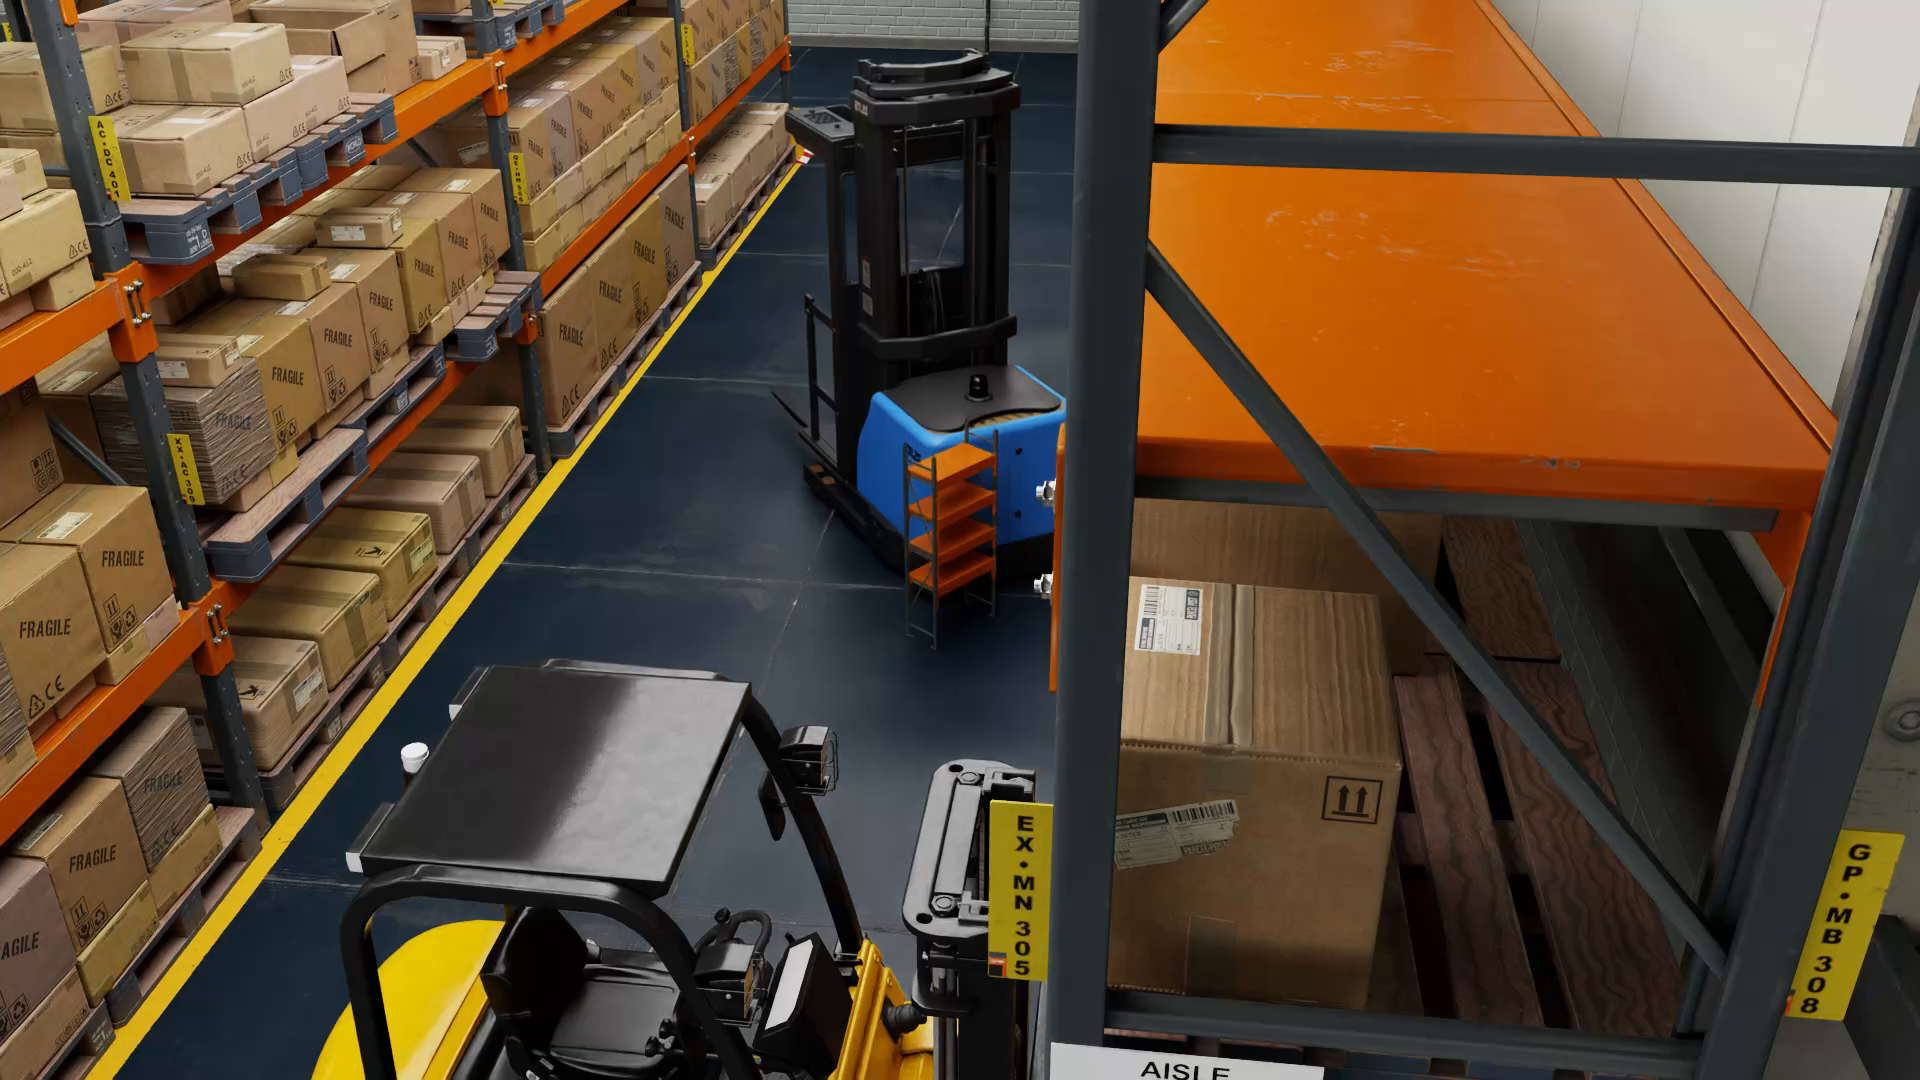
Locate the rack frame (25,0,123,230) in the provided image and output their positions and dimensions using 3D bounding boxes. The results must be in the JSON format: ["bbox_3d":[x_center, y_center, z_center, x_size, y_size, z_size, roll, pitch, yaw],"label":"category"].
[{"bbox_3d":[-3.808,-2.584,5.850,1.000,3.000,0.127,3,28,6],"label":"rack frame"}]

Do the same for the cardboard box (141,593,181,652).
[{"bbox_3d":[-3.545,0.337,7.019,0.380,0.149,0.250,3,28,6],"label":"cardboard box"}]

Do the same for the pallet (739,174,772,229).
[{"bbox_3d":[-2.510,-3.410,16.649,1.003,0.211,1.213,3,28,6],"label":"pallet"}]

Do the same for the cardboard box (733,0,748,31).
[{"bbox_3d":[-2.323,-5.118,15.719,0.500,0.500,0.500,3,28,6],"label":"cardboard box"}]

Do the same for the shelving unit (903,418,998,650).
[{"bbox_3d":[-0.050,-0.030,9.333,0.258,1.200,0.503,24,37,37],"label":"shelving unit"}]

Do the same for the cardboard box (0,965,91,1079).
[{"bbox_3d":[-3.736,1.867,6.370,0.500,0.250,0.500,4,29,7],"label":"cardboard box"}]

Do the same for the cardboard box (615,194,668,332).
[{"bbox_3d":[-2.927,-2.236,13.327,0.875,0.875,0.875,4,29,8],"label":"cardboard box"}]

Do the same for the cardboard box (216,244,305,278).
[{"bbox_3d":[-3.787,-1.256,8.849,0.500,0.500,0.500,2,28,4],"label":"cardboard box"}]

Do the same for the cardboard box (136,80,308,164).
[{"bbox_3d":[-3.277,-1.873,7.408,0.500,0.250,0.500,3,28,6],"label":"cardboard box"}]

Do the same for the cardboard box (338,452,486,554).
[{"bbox_3d":[-3.479,-0.240,10.153,0.950,0.372,0.625,3,28,5],"label":"cardboard box"}]

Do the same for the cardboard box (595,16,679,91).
[{"bbox_3d":[-2.633,-3.968,13.585,0.500,0.500,0.500,4,29,8],"label":"cardboard box"}]

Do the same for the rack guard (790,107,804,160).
[{"bbox_3d":[-2.335,-4.502,18.372,1.175,0.500,0.348,3,28,6],"label":"rack guard"}]

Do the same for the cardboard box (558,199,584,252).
[{"bbox_3d":[-2.963,-2.218,11.655,0.500,0.250,0.500,3,28,5],"label":"cardboard box"}]

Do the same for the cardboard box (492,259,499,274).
[{"bbox_3d":[-3.124,-1.732,10.416,0.380,0.149,0.250,4,29,8],"label":"cardboard box"}]

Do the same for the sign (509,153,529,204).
[{"bbox_3d":[-2.778,-2.273,10.462,0.100,0.325,0.005,3,28,6],"label":"sign"}]

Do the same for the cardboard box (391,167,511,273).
[{"bbox_3d":[-3.098,-1.955,10.147,0.500,0.500,0.500,3,28,5],"label":"cardboard box"}]

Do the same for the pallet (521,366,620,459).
[{"bbox_3d":[-3.146,-0.965,12.110,1.003,0.211,1.213,3,28,6],"label":"pallet"}]

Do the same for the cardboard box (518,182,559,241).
[{"bbox_3d":[-3.011,-2.204,11.101,0.500,0.250,0.500,3,28,6],"label":"cardboard box"}]

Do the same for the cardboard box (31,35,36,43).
[{"bbox_3d":[-7.974,-4.368,15.067,0.500,0.500,0.500,3,28,6],"label":"cardboard box"}]

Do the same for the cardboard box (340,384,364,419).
[{"bbox_3d":[-3.323,-0.749,8.591,0.380,0.149,0.250,4,29,7],"label":"cardboard box"}]

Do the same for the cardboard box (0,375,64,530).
[{"bbox_3d":[-4.077,-0.363,6.581,0.700,0.500,0.500,3,28,6],"label":"cardboard box"}]

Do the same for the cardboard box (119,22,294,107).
[{"bbox_3d":[-3.287,-2.089,7.283,0.500,0.250,0.500,3,28,5],"label":"cardboard box"}]

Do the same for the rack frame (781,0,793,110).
[{"bbox_3d":[-2.338,-5.591,17.758,1.000,3.000,0.127,3,28,6],"label":"rack frame"}]

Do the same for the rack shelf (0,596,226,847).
[{"bbox_3d":[-4.053,1.315,5.696,1.077,0.370,4.000,3,28,6],"label":"rack shelf"}]

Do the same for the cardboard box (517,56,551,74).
[{"bbox_3d":[-3.323,-3.281,12.311,0.500,0.500,0.500,3,28,5],"label":"cardboard box"}]

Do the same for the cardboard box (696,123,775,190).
[{"bbox_3d":[-2.423,-3.900,16.878,0.875,0.438,0.875,4,29,8],"label":"cardboard box"}]

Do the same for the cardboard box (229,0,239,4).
[{"bbox_3d":[-7.250,-5.484,16.085,0.500,0.500,0.500,2,28,4],"label":"cardboard box"}]

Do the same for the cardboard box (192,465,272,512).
[{"bbox_3d":[-3.427,-0.259,7.682,0.380,0.149,0.250,4,29,7],"label":"cardboard box"}]

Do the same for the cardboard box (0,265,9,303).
[{"bbox_3d":[-3.656,-0.867,5.670,0.500,0.250,0.500,3,28,5],"label":"cardboard box"}]

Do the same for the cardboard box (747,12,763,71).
[{"bbox_3d":[-2.264,-4.915,16.397,0.500,0.500,0.500,4,29,8],"label":"cardboard box"}]

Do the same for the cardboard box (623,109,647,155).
[{"bbox_3d":[-2.752,-3.161,12.878,0.500,0.250,0.500,4,29,7],"label":"cardboard box"}]

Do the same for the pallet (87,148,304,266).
[{"bbox_3d":[-3.627,-1.465,7.134,1.213,0.211,1.003,3,28,6],"label":"pallet"}]

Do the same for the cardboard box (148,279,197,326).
[{"bbox_3d":[-3.904,-1.144,7.957,0.380,0.149,0.250,3,28,5],"label":"cardboard box"}]

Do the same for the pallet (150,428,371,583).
[{"bbox_3d":[-3.570,-0.210,7.971,1.003,0.211,1.213,3,28,6],"label":"pallet"}]

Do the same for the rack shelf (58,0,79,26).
[{"bbox_3d":[-3.563,-3.032,7.863,1.077,0.370,4.000,3,28,6],"label":"rack shelf"}]

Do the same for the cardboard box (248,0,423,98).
[{"bbox_3d":[-3.444,-2.745,9.206,0.700,0.500,0.500,3,28,6],"label":"cardboard box"}]

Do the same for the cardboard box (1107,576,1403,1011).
[{"bbox_3d":[0.441,0.411,2.800,0.500,0.500,0.500,4,29,8],"label":"cardboard box"}]

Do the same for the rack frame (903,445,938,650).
[{"bbox_3d":[-0.217,0.054,9.176,0.240,1.200,0.015,24,37,37],"label":"rack frame"}]

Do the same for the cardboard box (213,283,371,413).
[{"bbox_3d":[-3.331,-0.974,8.326,0.500,0.500,0.500,3,28,6],"label":"cardboard box"}]

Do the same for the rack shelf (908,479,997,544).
[{"bbox_3d":[-0.050,-0.168,9.258,0.258,0.148,0.480,24,37,37],"label":"rack shelf"}]

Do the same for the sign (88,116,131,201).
[{"bbox_3d":[-3.268,-1.463,6.387,0.100,0.325,0.005,3,28,6],"label":"sign"}]

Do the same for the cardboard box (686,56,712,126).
[{"bbox_3d":[-2.510,-3.958,14.621,0.500,0.500,0.500,4,29,8],"label":"cardboard box"}]

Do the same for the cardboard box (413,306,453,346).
[{"bbox_3d":[-3.130,-1.232,9.488,0.380,0.149,0.250,4,29,7],"label":"cardboard box"}]

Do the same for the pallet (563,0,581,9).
[{"bbox_3d":[-3.157,-3.896,11.647,1.003,0.211,1.213,5,29,9],"label":"pallet"}]

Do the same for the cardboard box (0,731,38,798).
[{"bbox_3d":[-3.666,0.815,6.131,0.380,0.149,0.250,3,28,5],"label":"cardboard box"}]

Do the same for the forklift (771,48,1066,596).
[{"bbox_3d":[-0.395,-1.633,10.482,1.130,2.935,3.031,-14,31,-23],"label":"forklift"}]

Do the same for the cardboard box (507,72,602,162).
[{"bbox_3d":[-2.885,-3.004,11.796,0.500,0.500,0.500,4,29,8],"label":"cardboard box"}]

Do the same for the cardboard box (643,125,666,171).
[{"bbox_3d":[-2.696,-3.177,13.434,0.500,0.250,0.500,3,28,5],"label":"cardboard box"}]
